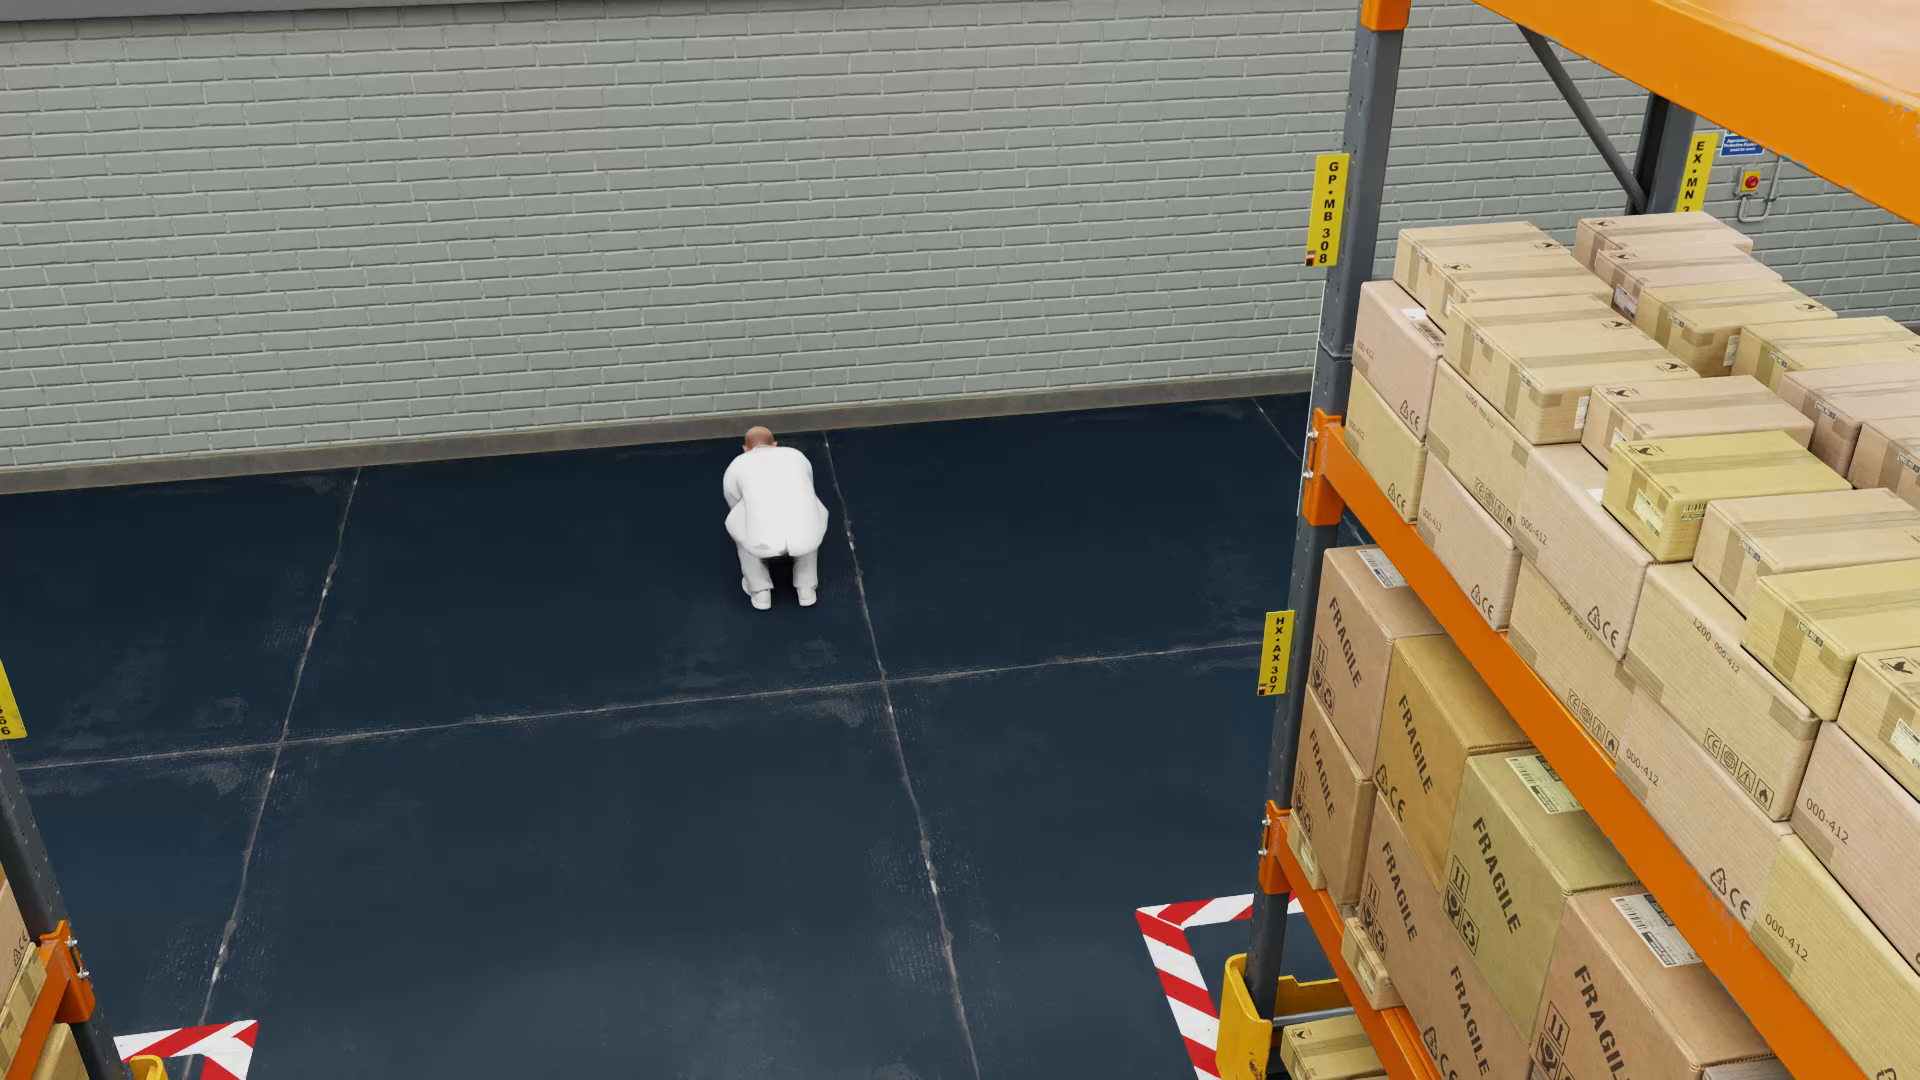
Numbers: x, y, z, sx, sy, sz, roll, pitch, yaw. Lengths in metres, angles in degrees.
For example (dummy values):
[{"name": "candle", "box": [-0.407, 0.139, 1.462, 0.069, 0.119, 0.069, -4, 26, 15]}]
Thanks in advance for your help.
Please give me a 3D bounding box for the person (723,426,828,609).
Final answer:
[{"name": "person", "box": [-1.034, -0.105, 9.354, 0.577, 0.827, 0.938, -6, 31, -10]}]
